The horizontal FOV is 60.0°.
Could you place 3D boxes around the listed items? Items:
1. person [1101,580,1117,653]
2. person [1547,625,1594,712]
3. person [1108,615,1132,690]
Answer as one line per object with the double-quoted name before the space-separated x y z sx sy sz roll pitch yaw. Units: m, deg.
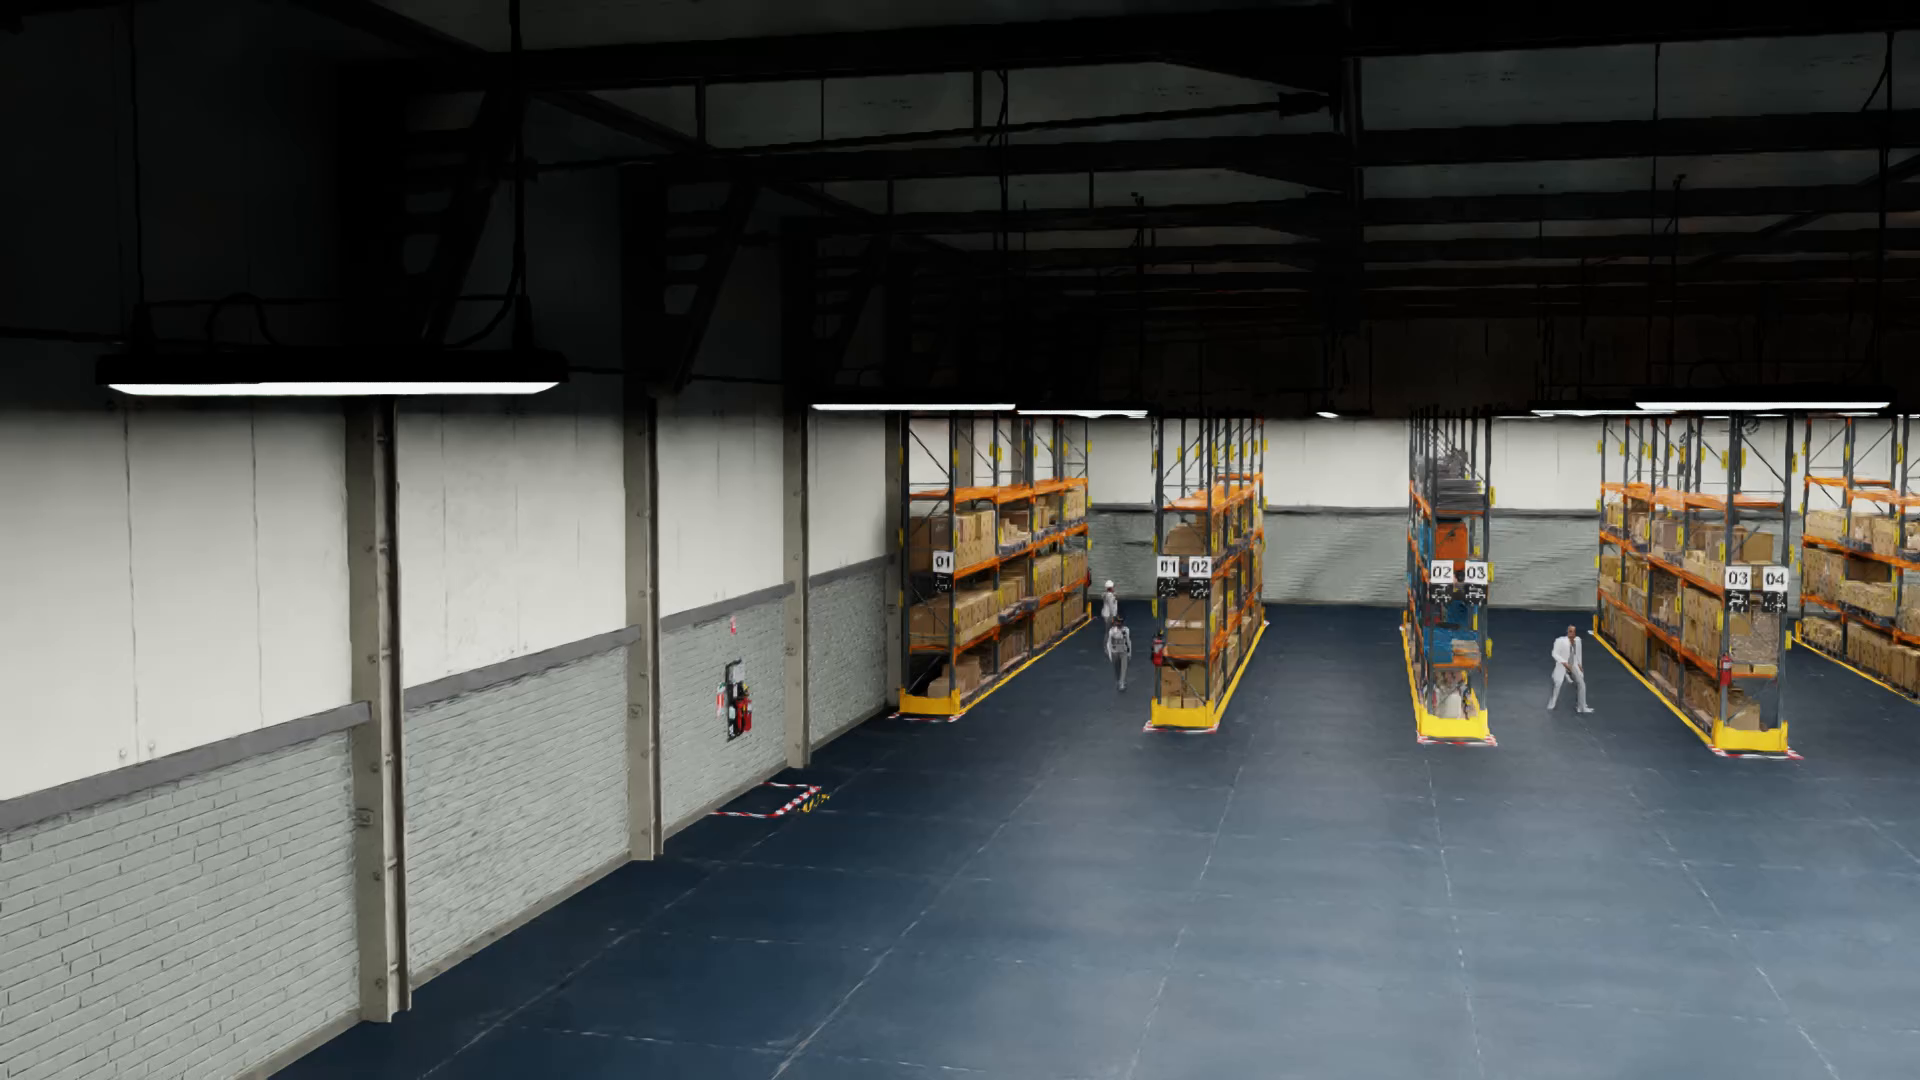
"person" 3.717 1.880 40.957 0.466 1.777 0.595 -1 4 -11
"person" 11.952 2.511 32.703 0.735 1.715 0.896 0 4 -2
"person" 3.384 2.369 35.417 0.495 1.589 1.076 1 4 16
